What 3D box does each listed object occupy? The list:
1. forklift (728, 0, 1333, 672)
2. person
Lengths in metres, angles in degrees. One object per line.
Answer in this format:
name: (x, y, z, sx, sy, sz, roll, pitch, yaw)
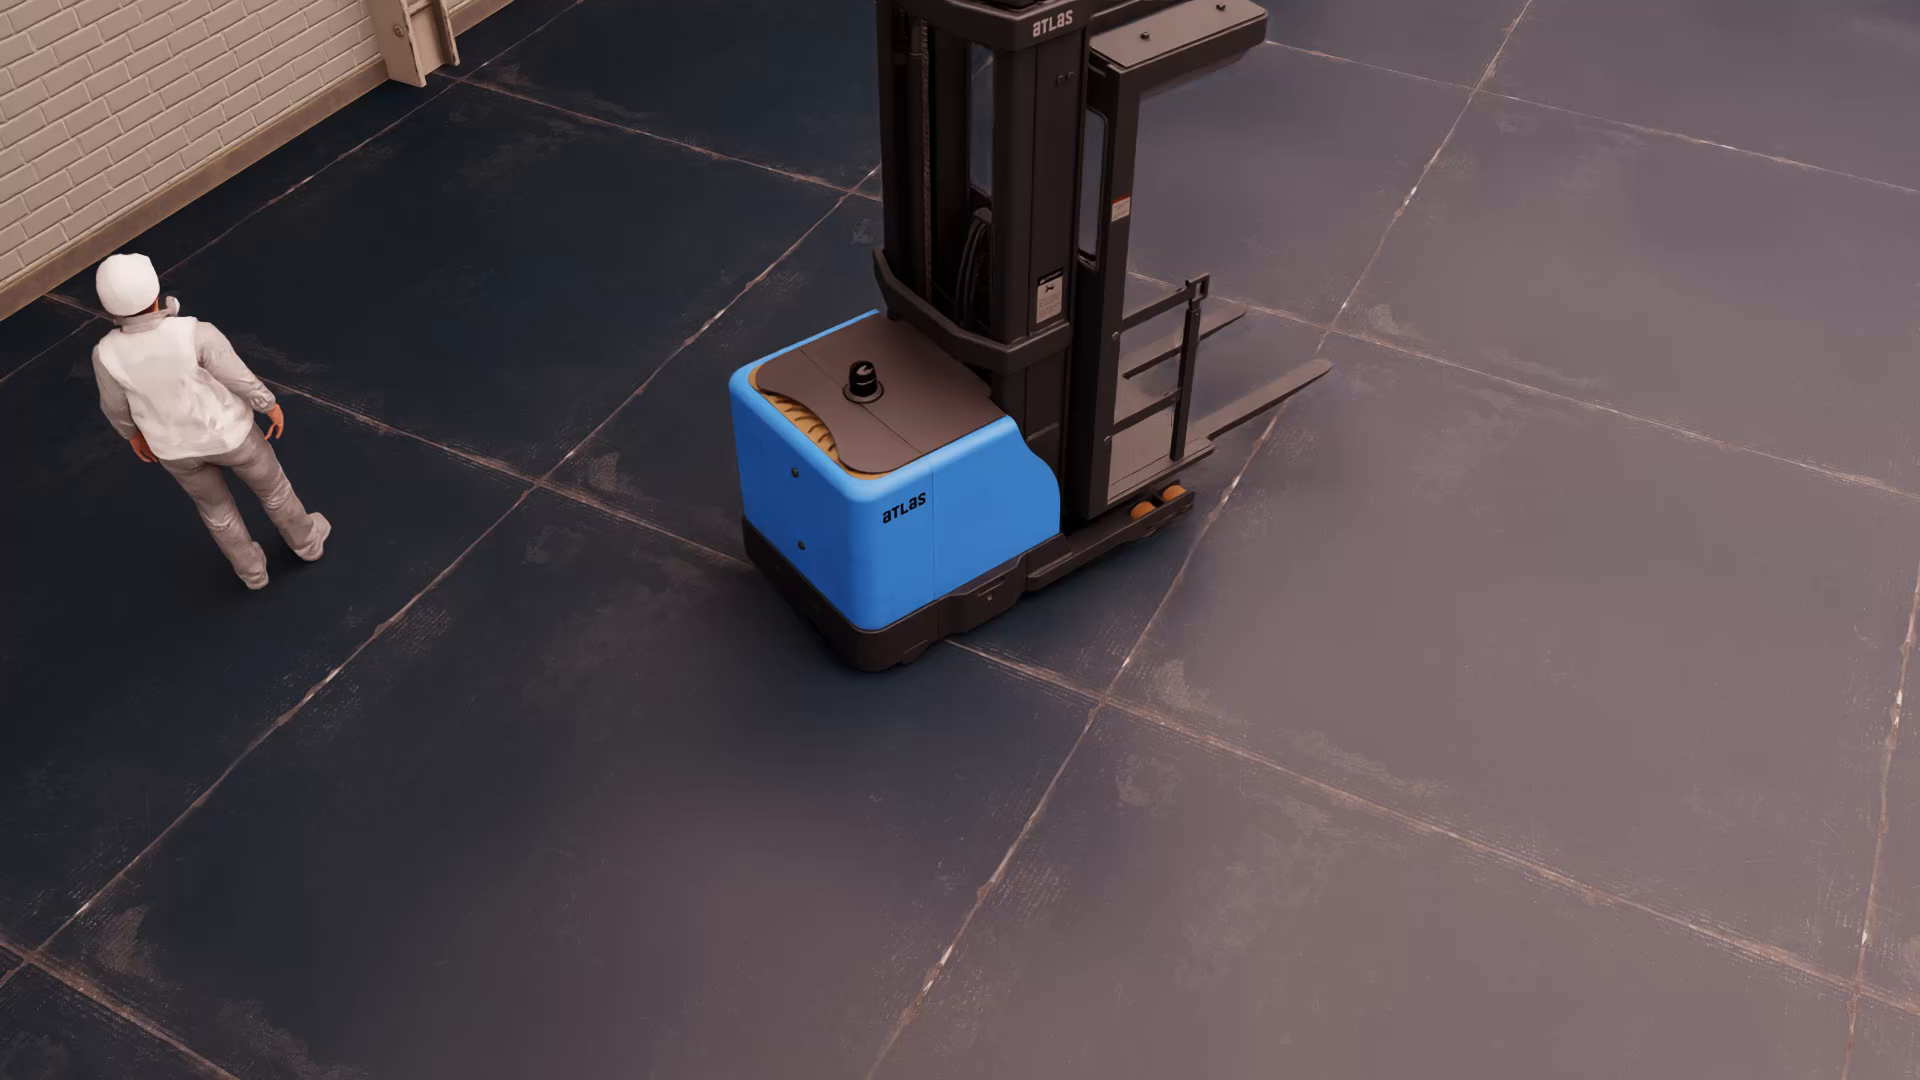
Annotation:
forklift: (0.487, -1.341, 7.077, 3.031, 2.935, 1.130, -28, 50, -26)
person: (-3.203, -0.516, 7.038, 0.639, 1.778, 0.566, -10, 44, -10)
